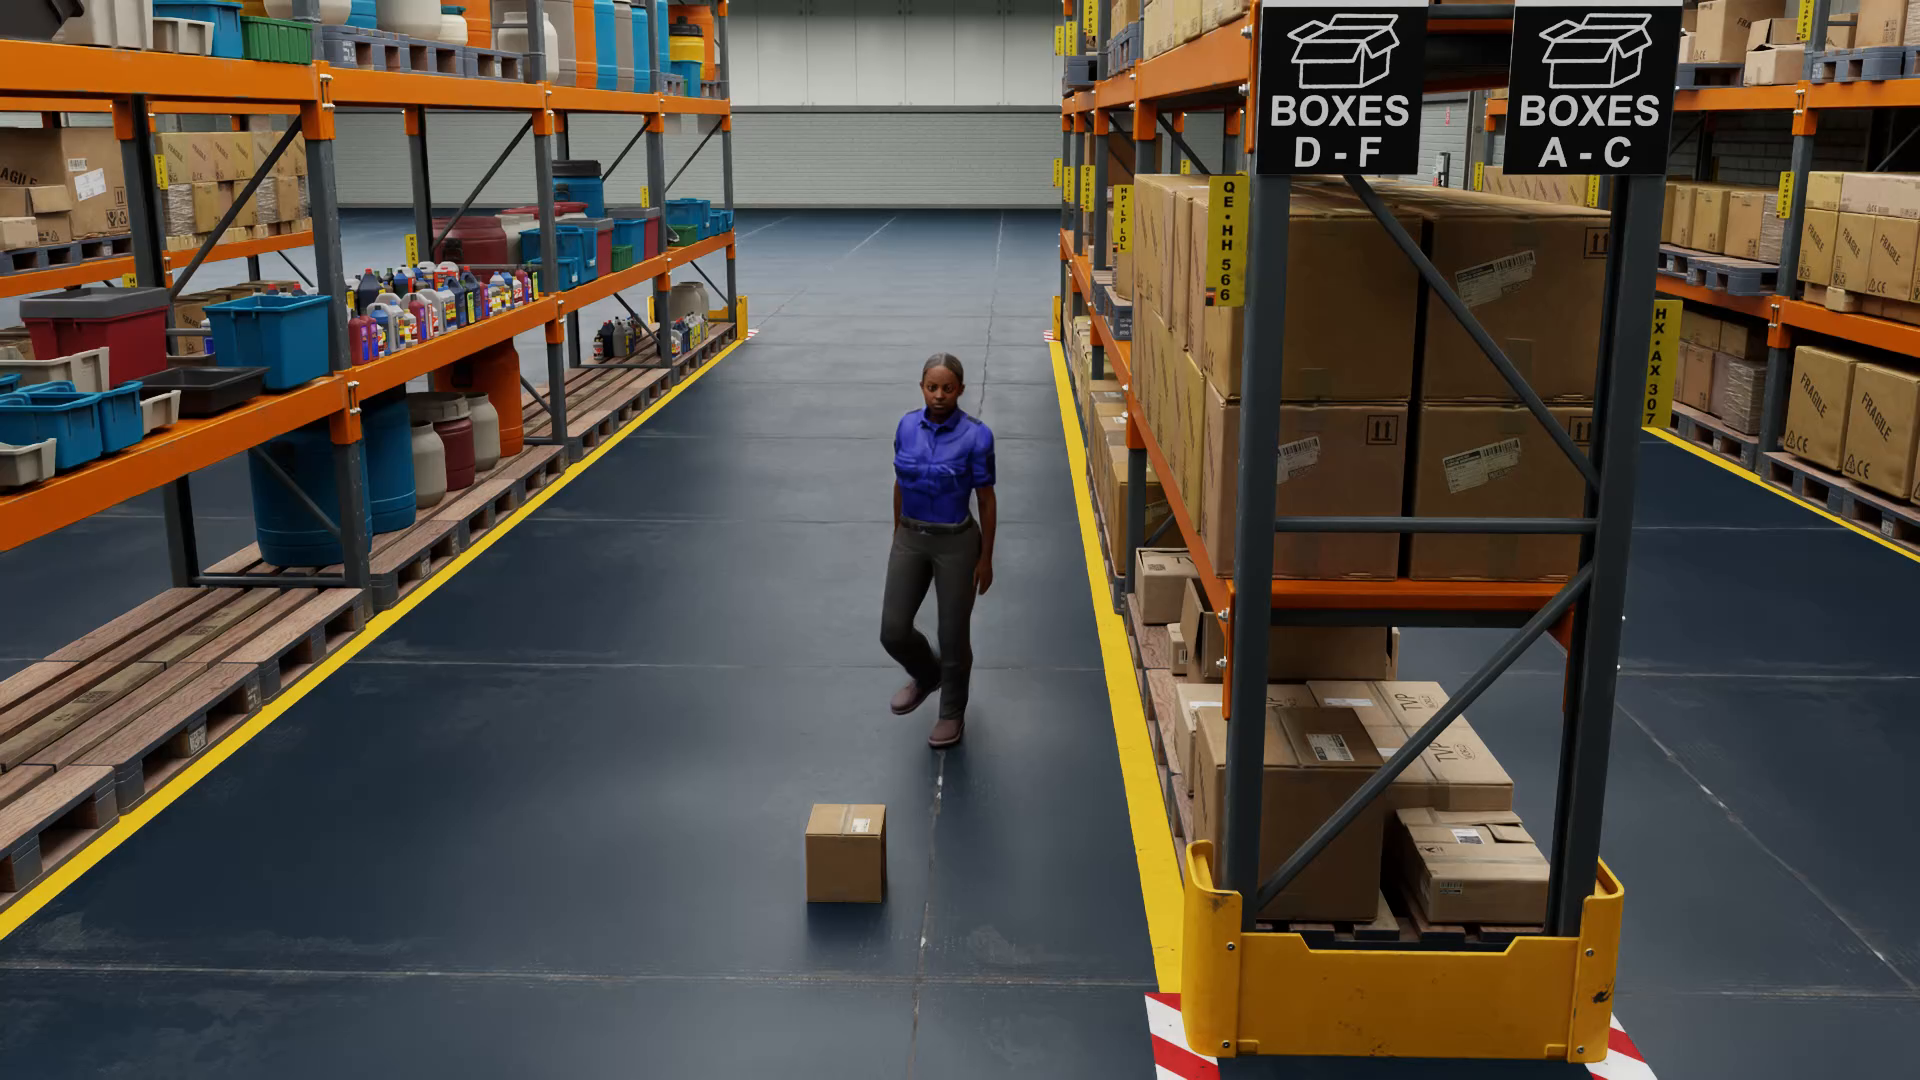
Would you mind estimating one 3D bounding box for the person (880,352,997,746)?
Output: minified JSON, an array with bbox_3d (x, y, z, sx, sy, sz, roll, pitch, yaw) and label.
[{"bbox_3d":[-0.080,0.033,6.844,0.511,1.649,0.466,5,15,19],"label":"person"}]
